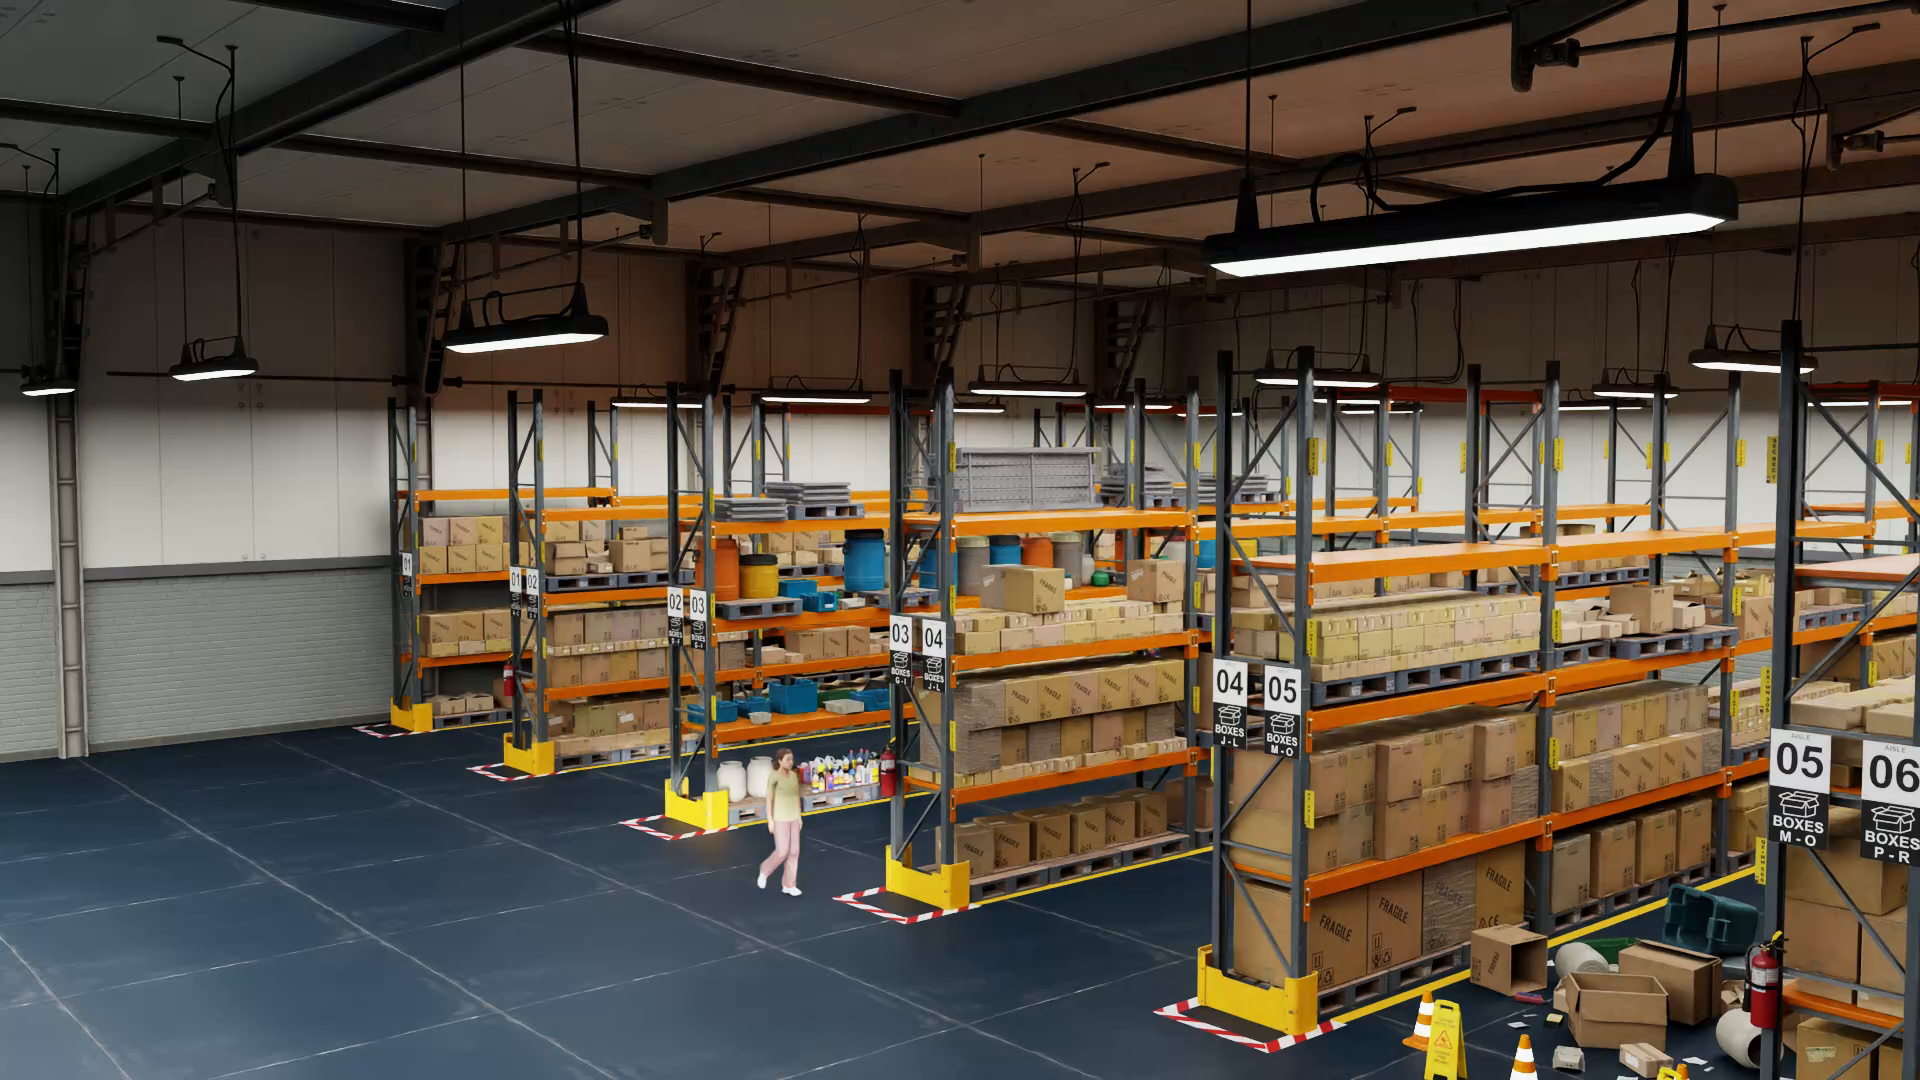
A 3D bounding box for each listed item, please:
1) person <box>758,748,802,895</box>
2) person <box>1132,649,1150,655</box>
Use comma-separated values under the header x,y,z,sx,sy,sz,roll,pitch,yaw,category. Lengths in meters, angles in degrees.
x,y,z,sx,sy,sz,roll,pitch,yaw,category
-2.028,3.203,18.999,0.551,1.667,0.470,3,5,42,person
3.573,2.427,32.868,1.022,1.604,0.500,-3,5,-42,person
